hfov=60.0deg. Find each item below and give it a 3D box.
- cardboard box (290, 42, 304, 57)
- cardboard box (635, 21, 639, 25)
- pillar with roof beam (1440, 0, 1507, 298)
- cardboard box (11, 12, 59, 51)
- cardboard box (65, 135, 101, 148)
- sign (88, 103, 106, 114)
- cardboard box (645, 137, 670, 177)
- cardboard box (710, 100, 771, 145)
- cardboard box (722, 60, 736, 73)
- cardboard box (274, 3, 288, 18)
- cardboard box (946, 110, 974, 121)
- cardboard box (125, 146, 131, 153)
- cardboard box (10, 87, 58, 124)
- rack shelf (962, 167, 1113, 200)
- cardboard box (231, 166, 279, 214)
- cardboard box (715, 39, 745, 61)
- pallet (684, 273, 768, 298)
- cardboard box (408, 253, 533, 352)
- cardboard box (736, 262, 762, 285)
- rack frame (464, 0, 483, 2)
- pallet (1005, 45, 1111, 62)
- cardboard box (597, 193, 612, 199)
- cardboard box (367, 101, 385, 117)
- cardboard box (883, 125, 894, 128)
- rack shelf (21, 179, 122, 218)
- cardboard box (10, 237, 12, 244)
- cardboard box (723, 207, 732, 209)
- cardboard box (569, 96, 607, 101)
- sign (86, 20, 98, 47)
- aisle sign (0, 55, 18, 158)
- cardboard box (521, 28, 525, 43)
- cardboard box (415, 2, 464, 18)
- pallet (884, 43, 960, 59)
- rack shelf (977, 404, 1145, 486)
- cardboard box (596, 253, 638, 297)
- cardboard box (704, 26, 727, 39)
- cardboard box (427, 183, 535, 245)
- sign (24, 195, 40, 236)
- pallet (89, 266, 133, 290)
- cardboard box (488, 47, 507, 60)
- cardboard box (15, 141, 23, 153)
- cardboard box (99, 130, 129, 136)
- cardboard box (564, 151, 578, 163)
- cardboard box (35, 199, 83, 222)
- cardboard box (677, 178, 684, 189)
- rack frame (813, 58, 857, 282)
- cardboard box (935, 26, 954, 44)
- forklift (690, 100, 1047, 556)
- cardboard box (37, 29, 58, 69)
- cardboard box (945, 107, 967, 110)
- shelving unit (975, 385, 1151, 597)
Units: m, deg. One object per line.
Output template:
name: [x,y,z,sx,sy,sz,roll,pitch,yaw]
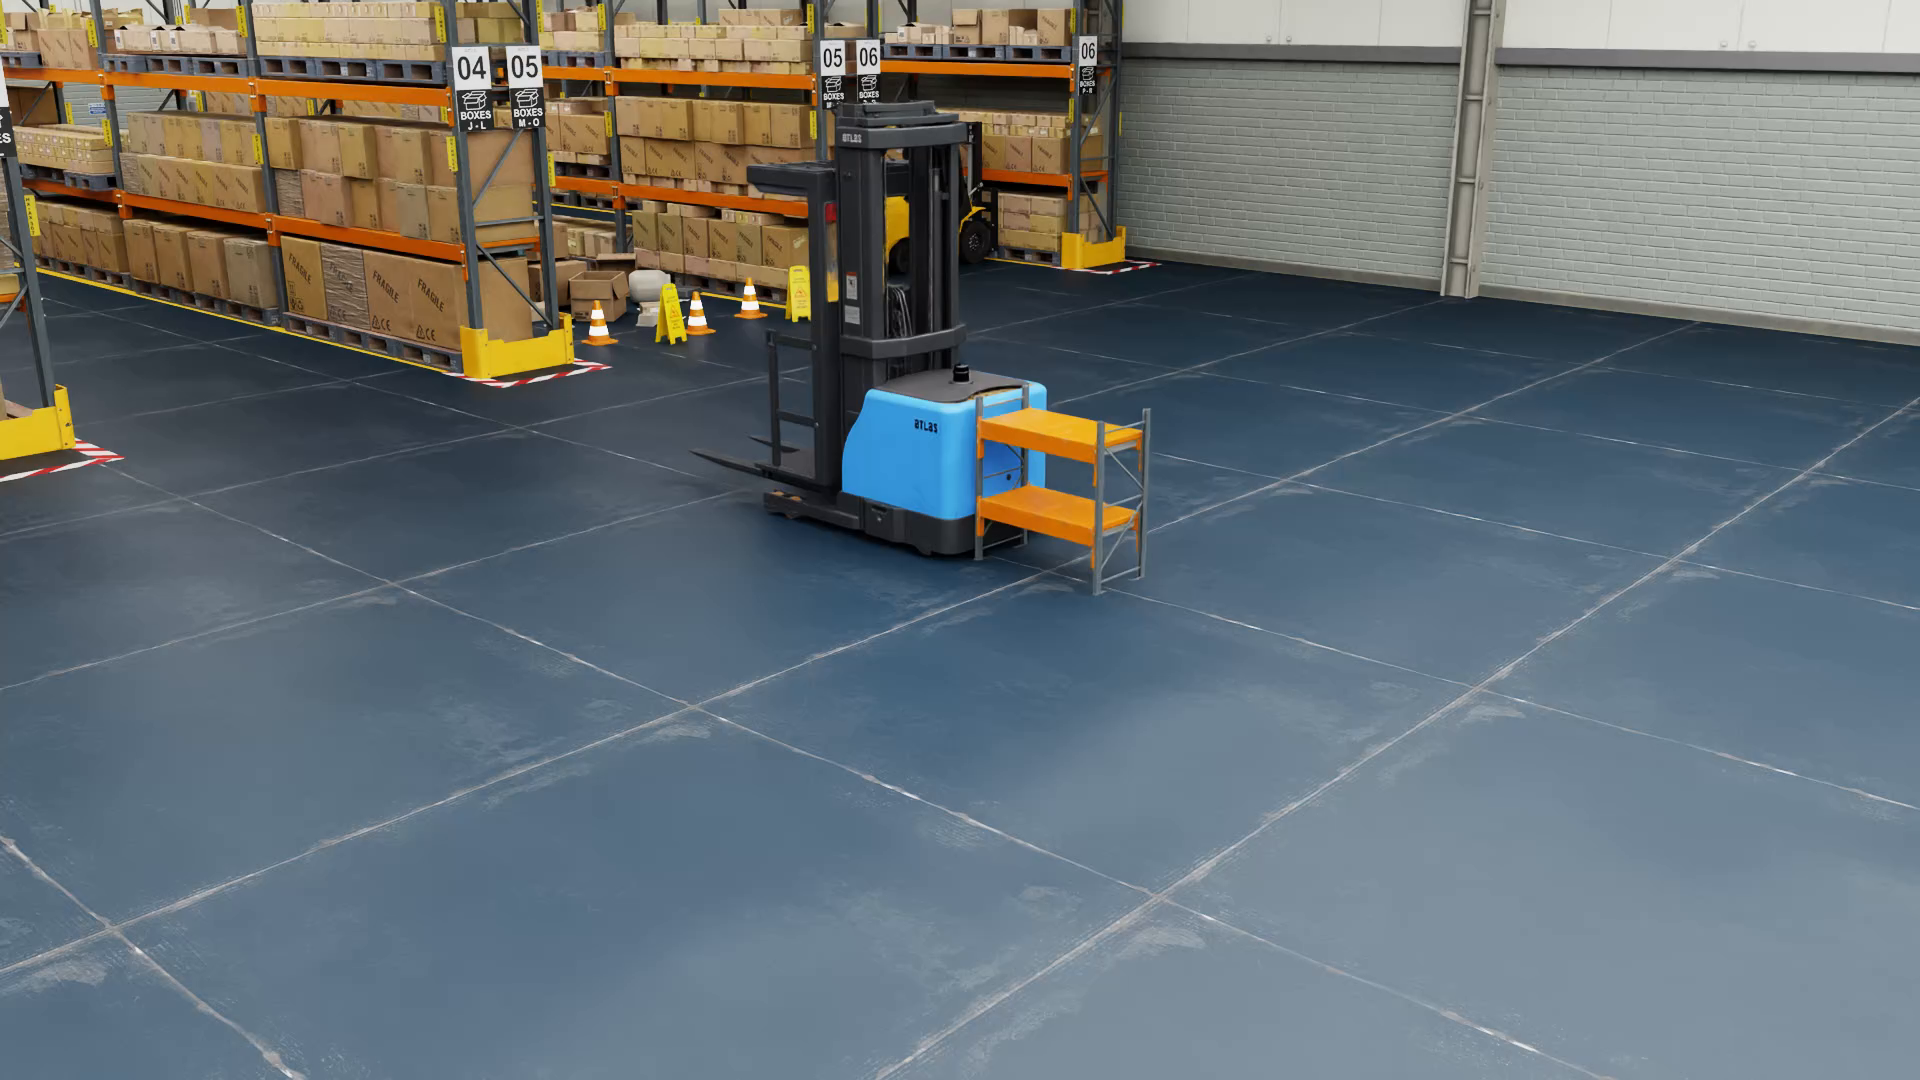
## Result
cardboard box: [-6.945,-5.269,17.852,0.250,0.149,0.380,15,23,38]
cardboard box: [-5.918,-9.128,29.521,0.250,0.149,0.380,15,23,40]
pillar with roof beam: [3.642,-6.499,17.213,0.400,9.000,9.100,15,23,39]
cardboard box: [-12.475,-6.959,22.757,0.637,0.503,0.797,15,23,39]
cardboard box: [-11.605,-5.279,22.024,0.250,0.149,0.380,16,24,41]
sign: [-17.636,-8.820,33.998,0.001,0.218,0.327,15,23,39]
cardboard box: [-3.815,-5.096,22.054,0.500,0.500,0.500,15,23,39]
cardboard box: [-2.708,-5.252,20.892,0.500,0.500,0.700,15,23,39]
cardboard box: [-2.750,-5.932,20.802,0.250,0.149,0.380,14,22,38]
cardboard box: [-7.132,-5.699,17.891,0.250,0.149,0.380,15,23,39]
cardboard box: [0.000,-6.404,25.103,0.250,0.149,0.380,15,23,39]
cardboard box: [-10.984,-5.235,22.378,0.250,0.149,0.380,16,24,42]
cardboard box: [-13.719,-6.431,24.608,0.500,0.500,0.500,16,23,41]
rack shelf: [0.438,-5.533,25.276,4.000,0.370,1.077,15,23,39]
cardboard box: [-8.128,-4.105,19.423,0.500,0.500,0.500,15,23,39]
cardboard box: [-2.686,-6.097,20.661,0.500,0.250,0.500,16,24,41]
pallet: [-2.907,-3.453,22.142,1.213,0.211,1.003,15,23,39]
cardboard box: [-5.119,-2.519,17.408,0.875,0.875,0.875,15,23,40]
cardboard box: [-2.523,-3.447,21.367,0.500,0.250,0.500,15,23,39]
rack frame: [-10.033,-11.546,33.117,0.127,3.000,1.000,15,23,39]
pallet: [1.422,-7.010,23.928,1.213,0.211,1.003,15,23,39]
cardboard box: [-6.424,-6.640,31.012,0.500,0.500,0.500,15,23,39]
cardboard box: [-9.032,-6.831,26.360,0.500,0.500,0.500,15,23,38]
cardboard box: [-0.994,-6.511,25.930,0.250,0.149,0.380,15,23,38]
rack shelf: [-12.047,-4.875,23.204,4.000,0.370,1.077,15,23,39]
cardboard box: [-14.063,-4.463,24.733,0.250,0.149,0.380,15,23,40]
cardboard box: [-3.592,-6.021,28.855,0.625,0.625,0.875,16,24,41]
cardboard box: [-6.828,-7.984,30.950,0.500,0.500,0.700,16,23,41]
sign: [-10.913,-6.370,20.912,0.005,0.325,0.100,15,23,39]
aisle sign: [-7.690,-3.403,13.078,0.004,0.787,0.394,15,23,39]
cardboard box: [-6.182,-7.136,24.009,0.637,0.503,0.797,15,23,39]
cardboard box: [-5.045,-5.139,16.125,0.250,0.149,0.380,15,23,40]
pallet: [-0.403,-7.500,25.471,1.213,0.211,1.003,15,23,39]
rack shelf: [0.652,-0.623,10.746,1.000,0.278,0.538,16,24,41]
cardboard box: [-4.452,-3.440,21.622,0.500,0.500,0.500,-3,18,-8]
cardboard box: [-2.976,-6.342,20.775,0.250,0.149,0.380,16,23,41]
cardboard box: [-4.876,-3.346,16.948,0.550,0.550,0.875,15,23,39]
sign: [-7.576,-2.644,13.552,0.005,0.325,0.100,15,23,39]
pallet: [-11.135,-3.645,22.747,1.213,0.211,1.003,15,23,39]
cardboard box: [-4.612,-4.909,16.719,0.250,0.149,0.380,15,23,40]
cardboard box: [-12.971,-5.503,23.223,0.250,0.149,0.380,14,22,37]
cardboard box: [-11.553,-5.528,22.809,0.250,0.149,0.380,16,24,42]
cardboard box: [-5.320,-5.376,23.312,0.250,0.149,0.380,15,23,38]
cardboard box: [-12.766,-4.671,23.571,0.500,0.250,0.500,16,24,41]
cardboard box: [-3.503,-4.709,21.905,0.250,0.149,0.380,15,23,39]
rack frame: [-1.358,-4.350,20.361,0.127,3.000,1.000,15,23,39]
cardboard box: [-0.149,-7.524,24.765,0.258,0.266,0.396,14,23,38]
forklift: [-0.803,-1.649,11.961,3.031,2.935,1.130,16,24,41]
cardboard box: [-11.901,-6.550,22.167,0.500,0.500,0.500,15,23,39]
cardboard box: [-0.023,-6.634,25.828,0.250,0.149,0.380,14,23,38]
shelving unit: [0.652,-0.344,10.835,1.048,1.125,0.538,16,24,41]
